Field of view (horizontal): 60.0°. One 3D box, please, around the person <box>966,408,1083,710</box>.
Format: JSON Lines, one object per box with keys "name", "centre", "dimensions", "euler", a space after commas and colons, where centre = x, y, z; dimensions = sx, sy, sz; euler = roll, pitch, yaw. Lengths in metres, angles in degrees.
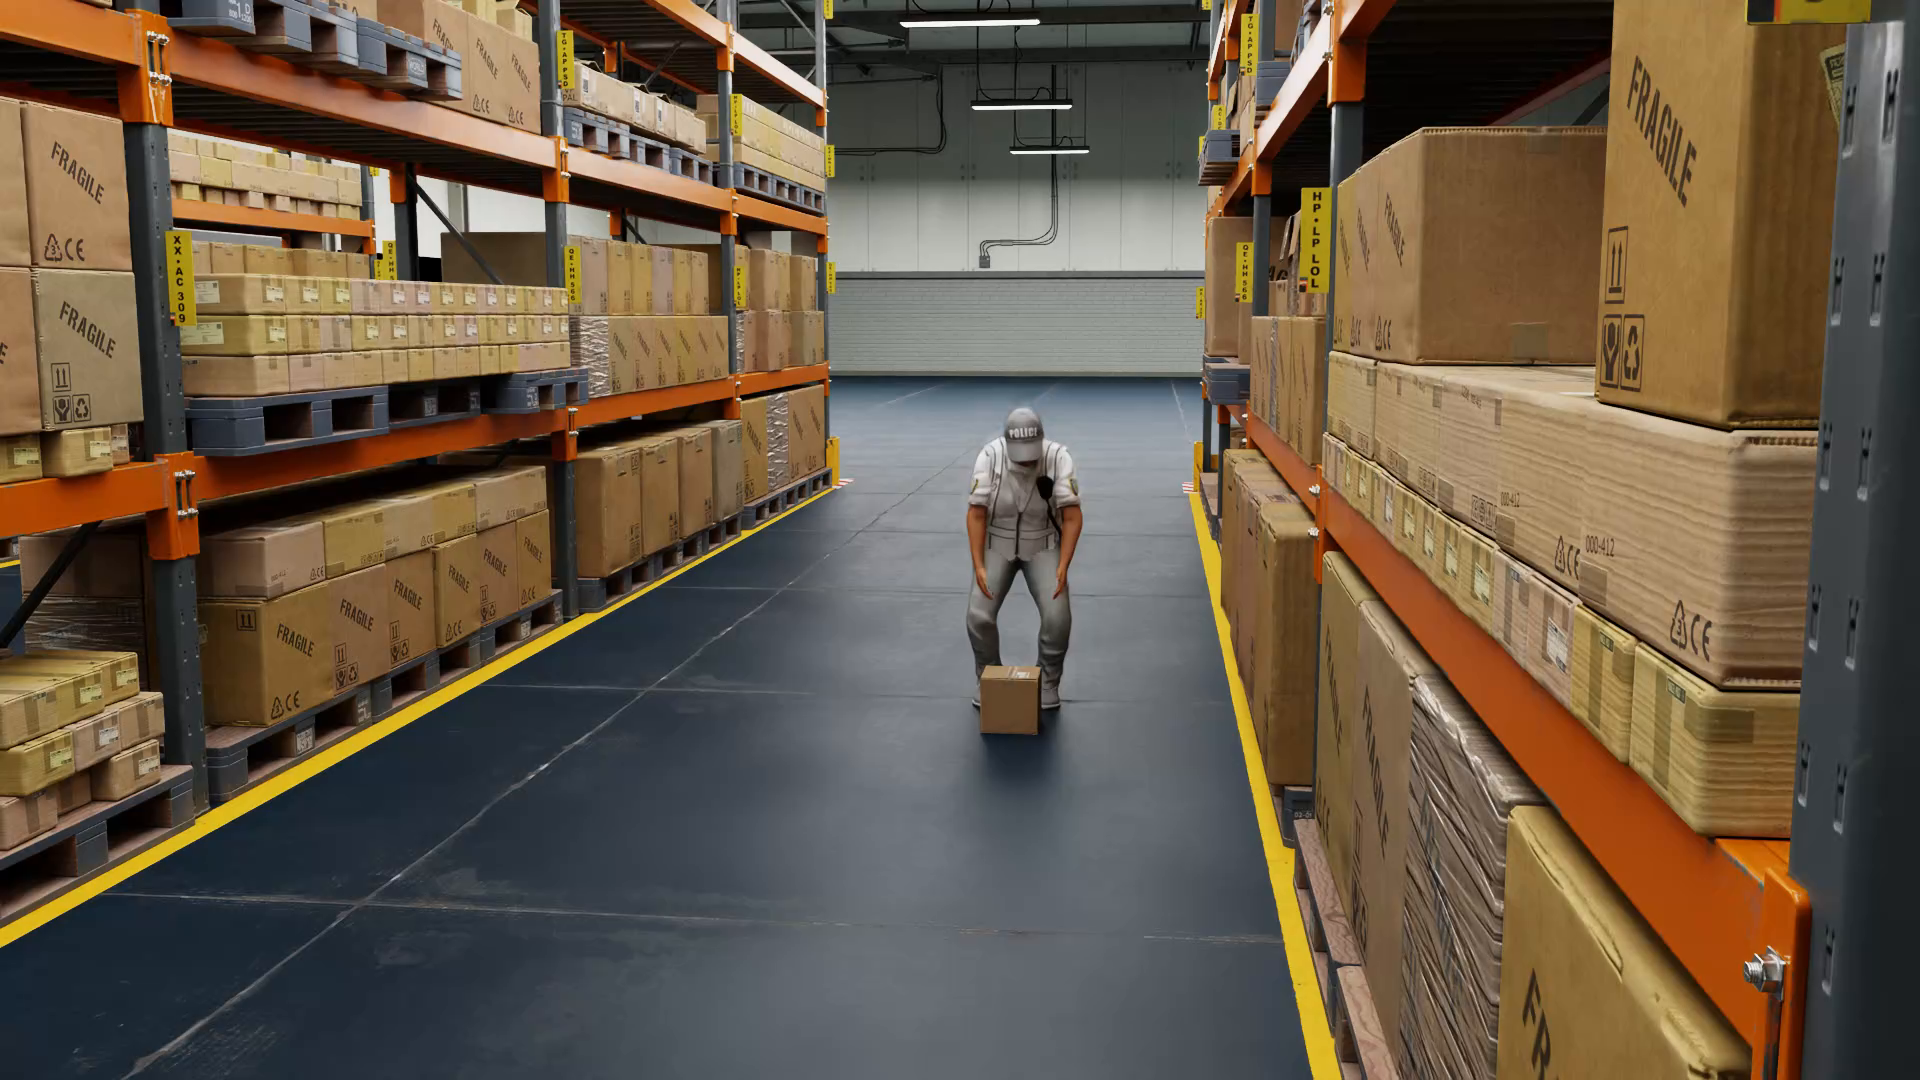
{"name": "person", "centre": [0.302, 0.083, 7.689], "dimensions": [0.535, 1.406, 0.710], "euler": [1, 8, 7]}
